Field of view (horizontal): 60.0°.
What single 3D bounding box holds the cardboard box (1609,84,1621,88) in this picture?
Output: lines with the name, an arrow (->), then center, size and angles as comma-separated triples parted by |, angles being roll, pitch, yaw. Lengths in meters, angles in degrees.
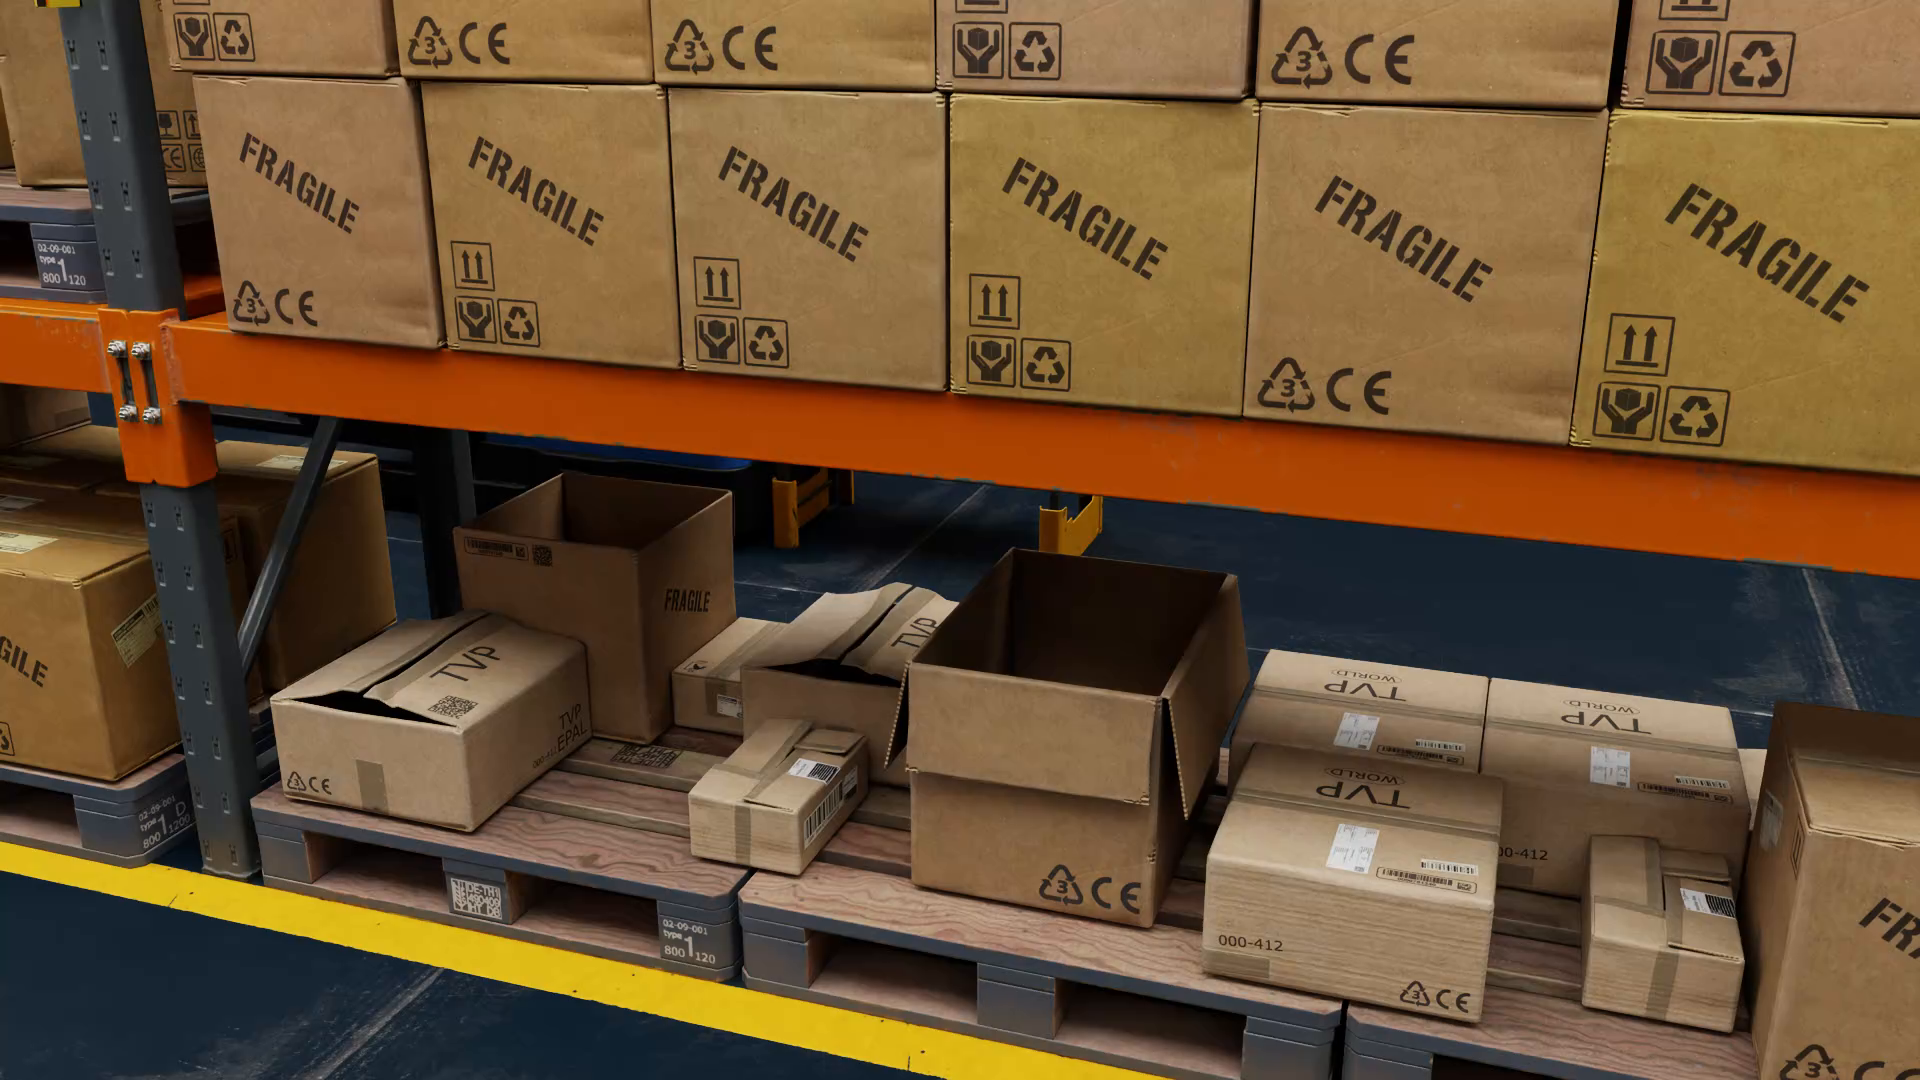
cardboard box -> 1.425, -0.590, 3.060 | 0.500, 0.500, 0.500 | 6, 20, 18

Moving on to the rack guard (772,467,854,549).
rack guard -> -0.542, -0.180, 6.213 | 0.087, 0.250, 0.587 | 7, 20, 18

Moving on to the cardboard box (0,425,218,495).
cardboard box -> -2.416, 0.000, 4.650 | 0.500, 0.500, 0.500 | 7, 20, 19

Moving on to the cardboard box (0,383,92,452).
cardboard box -> -2.853, -0.408, 4.681 | 0.500, 0.250, 0.500 | 7, 20, 18

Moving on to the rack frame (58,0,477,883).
rack frame -> -1.532, -0.791, 3.788 | 0.127, 3.000, 1.000 | 7, 20, 18

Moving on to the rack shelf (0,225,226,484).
rack shelf -> -3.421, -0.667, 4.526 | 4.000, 0.370, 1.077 | 7, 20, 18

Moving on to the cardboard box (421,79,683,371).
cardboard box -> -0.655, -0.644, 3.215 | 0.500, 0.500, 0.500 | 7, 20, 19

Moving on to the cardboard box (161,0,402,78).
cardboard box -> -1.179, -1.172, 3.210 | 0.500, 0.500, 0.500 | 7, 20, 19

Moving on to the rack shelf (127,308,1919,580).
rack shelf -> 0.357, -0.235, 3.287 | 4.000, 0.370, 1.077 | 7, 20, 18

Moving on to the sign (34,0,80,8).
sign -> -1.711, -1.165, 3.101 | 0.005, 0.325, 0.100 | 7, 20, 18

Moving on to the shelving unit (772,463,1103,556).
shelving unit -> -0.072, -0.716, 5.853 | 1.083, 1.500, 0.587 | 7, 20, 18

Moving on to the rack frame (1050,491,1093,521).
rack frame -> 0.400, -0.663, 5.698 | 0.032, 1.500, 0.500 | 7, 20, 18

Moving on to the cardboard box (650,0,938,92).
cardboard box -> -0.206, -1.061, 2.891 | 0.500, 0.500, 0.500 | 6, 20, 16

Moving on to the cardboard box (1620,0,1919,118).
cardboard box -> 1.259, -0.895, 2.416 | 0.500, 0.500, 0.500 | 7, 20, 20

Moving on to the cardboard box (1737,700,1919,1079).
cardboard box -> 1.652, 0.632, 2.836 | 0.500, 0.500, 0.500 | 7, 20, 18

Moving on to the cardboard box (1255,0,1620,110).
cardboard box -> 0.767, -0.950, 2.572 | 0.500, 0.500, 0.500 | 7, 20, 20

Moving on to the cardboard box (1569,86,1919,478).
cardboard box -> 1.243, -0.425, 2.586 | 0.500, 0.500, 0.500 | 7, 20, 19

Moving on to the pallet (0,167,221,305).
pallet -> -2.251, -0.820, 4.165 | 1.213, 0.211, 1.003 | 7, 20, 18

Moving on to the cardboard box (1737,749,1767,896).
cardboard box -> 1.728, 0.592, 3.456 | 0.250, 0.166, 0.380 | 7, 20, 18

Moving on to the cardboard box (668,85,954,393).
cardboard box -> -0.183, -0.589, 3.058 | 0.500, 0.500, 0.500 | 6, 20, 18

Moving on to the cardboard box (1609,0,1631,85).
cardboard box -> 1.418, -1.062, 2.895 | 0.500, 0.500, 0.500 | 7, 20, 19

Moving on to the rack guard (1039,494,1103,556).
rack guard -> 0.398, -0.072, 5.904 | 0.087, 0.250, 0.587 | 7, 20, 18

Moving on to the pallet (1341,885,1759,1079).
pallet -> 1.421, 0.864, 3.277 | 1.213, 0.211, 1.003 | 7, 20, 18

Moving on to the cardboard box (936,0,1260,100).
cardboard box -> 0.282, -1.005, 2.731 | 0.500, 0.500, 0.500 | 7, 20, 20

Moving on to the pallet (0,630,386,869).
pallet -> -2.313, 0.450, 4.465 | 1.213, 0.211, 1.003 | 7, 20, 18

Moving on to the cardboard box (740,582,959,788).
cardboard box -> -0.192, 0.325, 4.002 | 0.500, 0.311, 0.500 | 7, 20, 18

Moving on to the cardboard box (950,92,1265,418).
cardboard box -> 0.298, -0.535, 2.901 | 0.500, 0.500, 0.500 | 6, 20, 17

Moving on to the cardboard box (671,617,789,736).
cardboard box -> -0.527, 0.343, 4.199 | 0.250, 0.149, 0.380 | 7, 20, 18

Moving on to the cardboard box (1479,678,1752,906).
cardboard box -> 1.354, 0.531, 3.505 | 0.500, 0.250, 0.500 | 7, 20, 18

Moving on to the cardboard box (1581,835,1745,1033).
cardboard box -> 1.299, 0.717, 3.097 | 0.250, 0.166, 0.380 | 7, 20, 18

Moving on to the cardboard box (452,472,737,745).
cardboard box -> -0.901, 0.155, 4.203 | 0.500, 0.500, 0.500 | 7, 20, 18

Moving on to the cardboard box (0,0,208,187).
cardboard box -> -1.906, -1.157, 4.049 | 0.500, 0.500, 0.700 | 0, 19, 0

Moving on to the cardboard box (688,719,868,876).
cardboard box -> -0.386, 0.542, 3.600 | 0.250, 0.166, 0.380 | 7, 20, 18

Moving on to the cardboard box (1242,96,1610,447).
cardboard box -> 0.774, -0.480, 2.745 | 0.500, 0.500, 0.500 | 7, 20, 18

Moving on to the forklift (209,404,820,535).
forklift -> -1.986, -1.668, 6.409 | 3.031, 2.935, 1.130 | 8, 21, 21

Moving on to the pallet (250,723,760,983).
pallet -> -0.883, 0.600, 4.033 | 1.213, 0.211, 1.003 | 7, 20, 18

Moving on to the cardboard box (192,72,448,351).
cardboard box -> -1.140, -0.698, 3.370 | 0.500, 0.500, 0.500 | 7, 20, 19

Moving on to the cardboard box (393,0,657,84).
cardboard box -> -0.692, -1.116, 3.050 | 0.500, 0.500, 0.500 | 6, 20, 16

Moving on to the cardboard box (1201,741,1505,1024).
cardboard box -> 0.765, 0.638, 3.198 | 0.500, 0.250, 0.500 | 7, 20, 18

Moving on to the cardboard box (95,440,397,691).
cardboard box -> -1.909, 0.054, 4.494 | 0.500, 0.500, 0.500 | 6, 20, 16

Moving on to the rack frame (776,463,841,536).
rack frame -> -0.561, -0.772, 6.013 | 0.032, 1.500, 0.500 | 7, 20, 18

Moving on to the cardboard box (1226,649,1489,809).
cardboard box -> 0.882, 0.477, 3.660 | 0.500, 0.250, 0.500 | 7, 20, 18

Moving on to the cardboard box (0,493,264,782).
cardboard box -> -2.092, 0.218, 4.024 | 0.500, 0.500, 0.500 | 6, 20, 18

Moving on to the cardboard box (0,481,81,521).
cardboard box -> -2.556, 0.162, 4.185 | 0.500, 0.500, 0.500 | 7, 20, 18

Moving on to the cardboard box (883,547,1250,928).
cardboard box -> 0.245, 0.382, 3.549 | 0.637, 0.503, 0.797 | 7, 20, 18

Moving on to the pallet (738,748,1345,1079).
pallet -> 0.273, 0.732, 3.657 | 1.213, 0.211, 1.003 | 7, 20, 18

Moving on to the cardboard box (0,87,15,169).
cardboard box -> -2.576, -1.212, 4.205 | 0.500, 0.500, 0.700 | 10, 22, 27

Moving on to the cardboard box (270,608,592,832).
cardboard box -> -1.206, 0.384, 3.835 | 0.500, 0.311, 0.500 | 7, 20, 18
